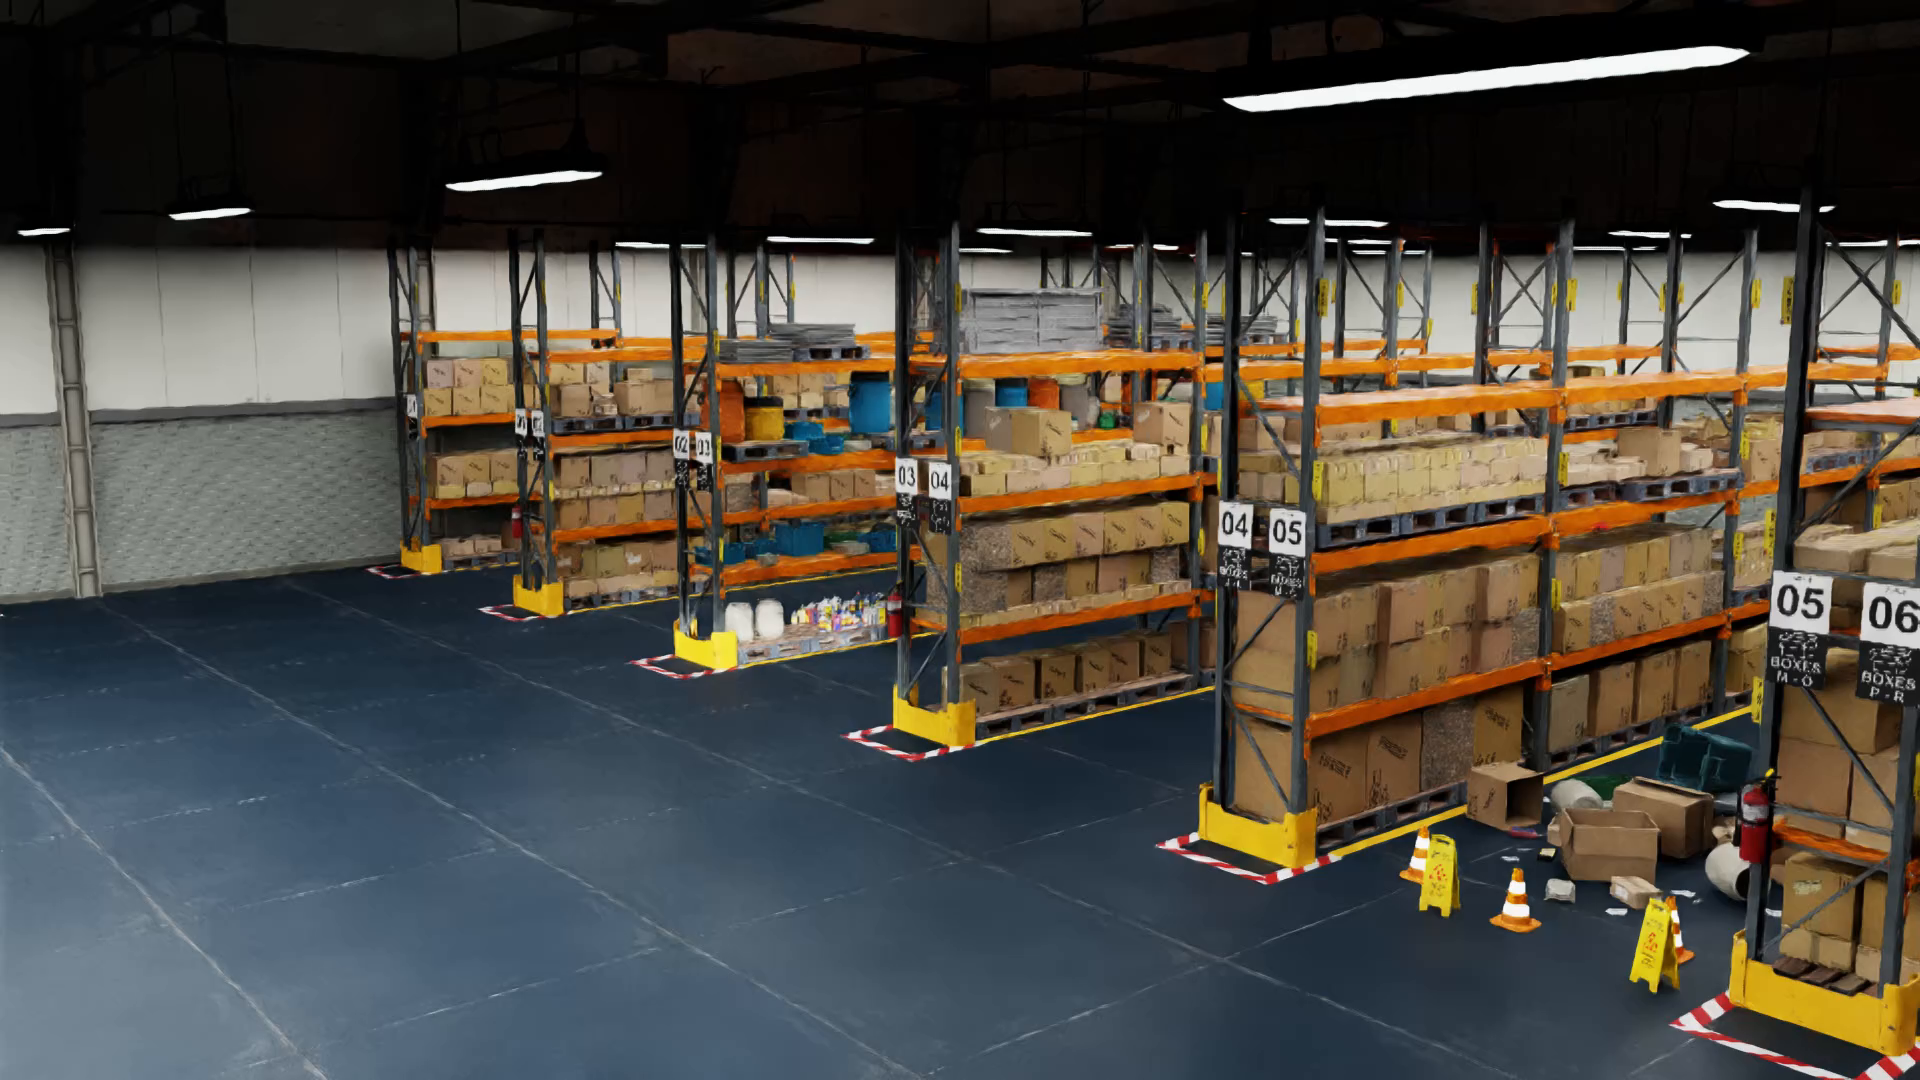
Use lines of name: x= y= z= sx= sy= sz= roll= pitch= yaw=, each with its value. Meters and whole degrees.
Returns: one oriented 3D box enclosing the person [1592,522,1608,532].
person: x=9.477 y=0.545 z=24.599 sx=0.551 sy=1.742 sz=0.677 roll=-8 pitch=12 yaw=-40
